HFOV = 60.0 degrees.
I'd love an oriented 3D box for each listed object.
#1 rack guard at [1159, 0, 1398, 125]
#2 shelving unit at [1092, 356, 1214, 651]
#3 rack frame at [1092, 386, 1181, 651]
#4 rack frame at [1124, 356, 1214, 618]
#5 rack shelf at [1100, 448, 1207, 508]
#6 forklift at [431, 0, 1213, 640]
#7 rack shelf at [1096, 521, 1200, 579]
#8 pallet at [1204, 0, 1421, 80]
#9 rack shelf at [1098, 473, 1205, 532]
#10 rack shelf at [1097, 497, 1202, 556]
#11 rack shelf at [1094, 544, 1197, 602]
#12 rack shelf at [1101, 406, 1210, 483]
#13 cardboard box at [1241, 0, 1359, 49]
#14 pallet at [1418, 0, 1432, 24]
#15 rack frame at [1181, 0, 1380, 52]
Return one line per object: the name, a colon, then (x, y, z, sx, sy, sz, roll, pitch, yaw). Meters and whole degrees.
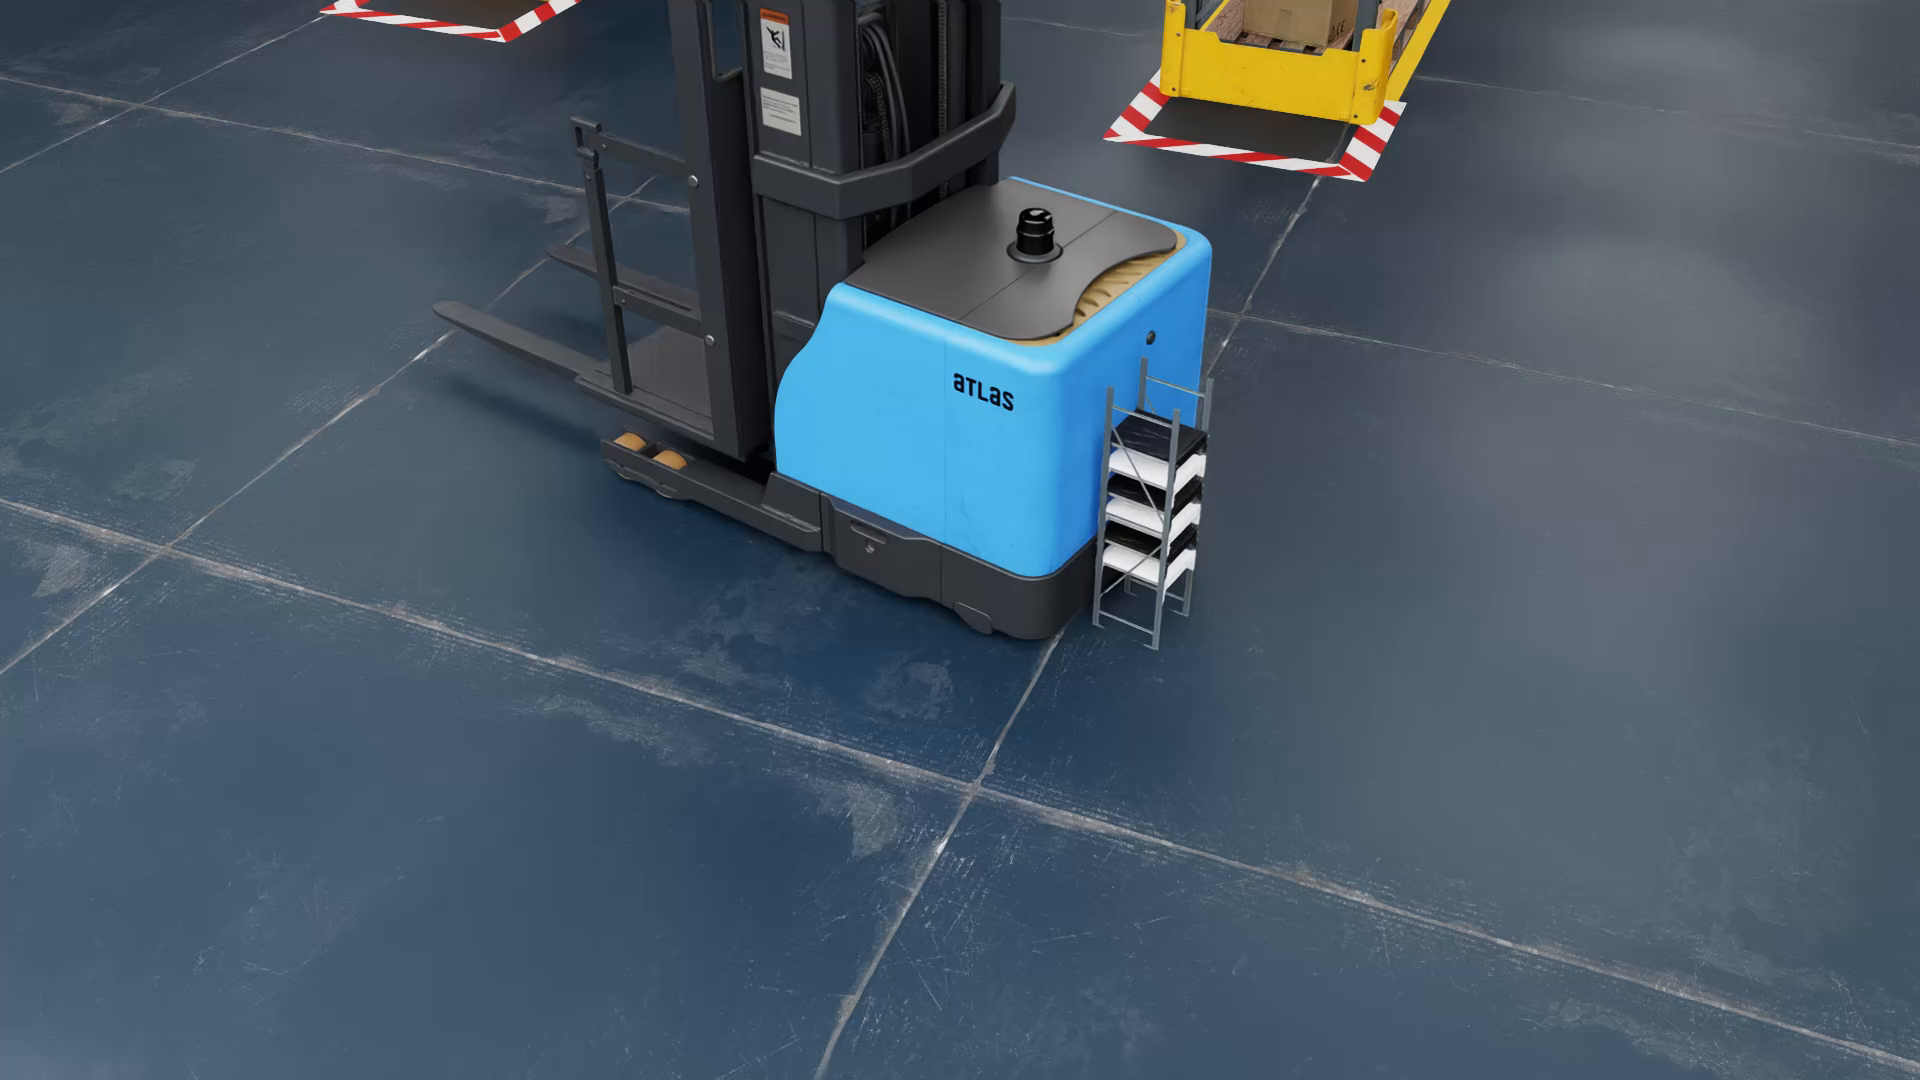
rack guard: (1.664, -2.569, 8.770, 1.175, 0.500, 0.348, 14, 39, 18)
shelving unit: (0.587, -0.099, 5.131, 0.258, 0.900, 0.210, 22, 42, 27)
rack frame: (0.529, -0.049, 5.063, 0.240, 0.900, 0.006, 22, 42, 27)
rack frame: (0.644, -0.149, 5.198, 0.240, 0.900, 0.006, 22, 42, 27)
rack shelf: (0.587, -0.216, 5.043, 0.258, 0.077, 0.200, 22, 42, 27)
forklift: (-0.681, -1.559, 5.388, 3.031, 2.935, 1.130, 23, 43, 28)
rack shelf: (0.587, 0.000, 5.205, 0.258, 0.077, 0.200, 22, 42, 27)
pallet: (2.006, -2.895, 9.448, 1.003, 0.211, 1.213, 14, 39, 18)
rack shelf: (0.587, -0.144, 5.097, 0.258, 0.077, 0.200, 22, 42, 27)
rack shelf: (0.587, -0.072, 5.151, 0.258, 0.077, 0.200, 22, 42, 27)
rack shelf: (0.587, 0.072, 5.258, 0.258, 0.077, 0.200, 22, 42, 27)
rack shelf: (0.587, -0.289, 4.989, 0.258, 0.077, 0.200, 22, 42, 27)
cardboard box: (1.888, -3.037, 9.045, 0.500, 0.500, 0.500, 21, 42, 26)
pallet: (2.472, -3.569, 10.348, 1.003, 0.211, 1.213, 14, 39, 18)
rack frame: (1.635, -3.529, 7.965, 1.000, 3.000, 0.127, 14, 39, 18)
